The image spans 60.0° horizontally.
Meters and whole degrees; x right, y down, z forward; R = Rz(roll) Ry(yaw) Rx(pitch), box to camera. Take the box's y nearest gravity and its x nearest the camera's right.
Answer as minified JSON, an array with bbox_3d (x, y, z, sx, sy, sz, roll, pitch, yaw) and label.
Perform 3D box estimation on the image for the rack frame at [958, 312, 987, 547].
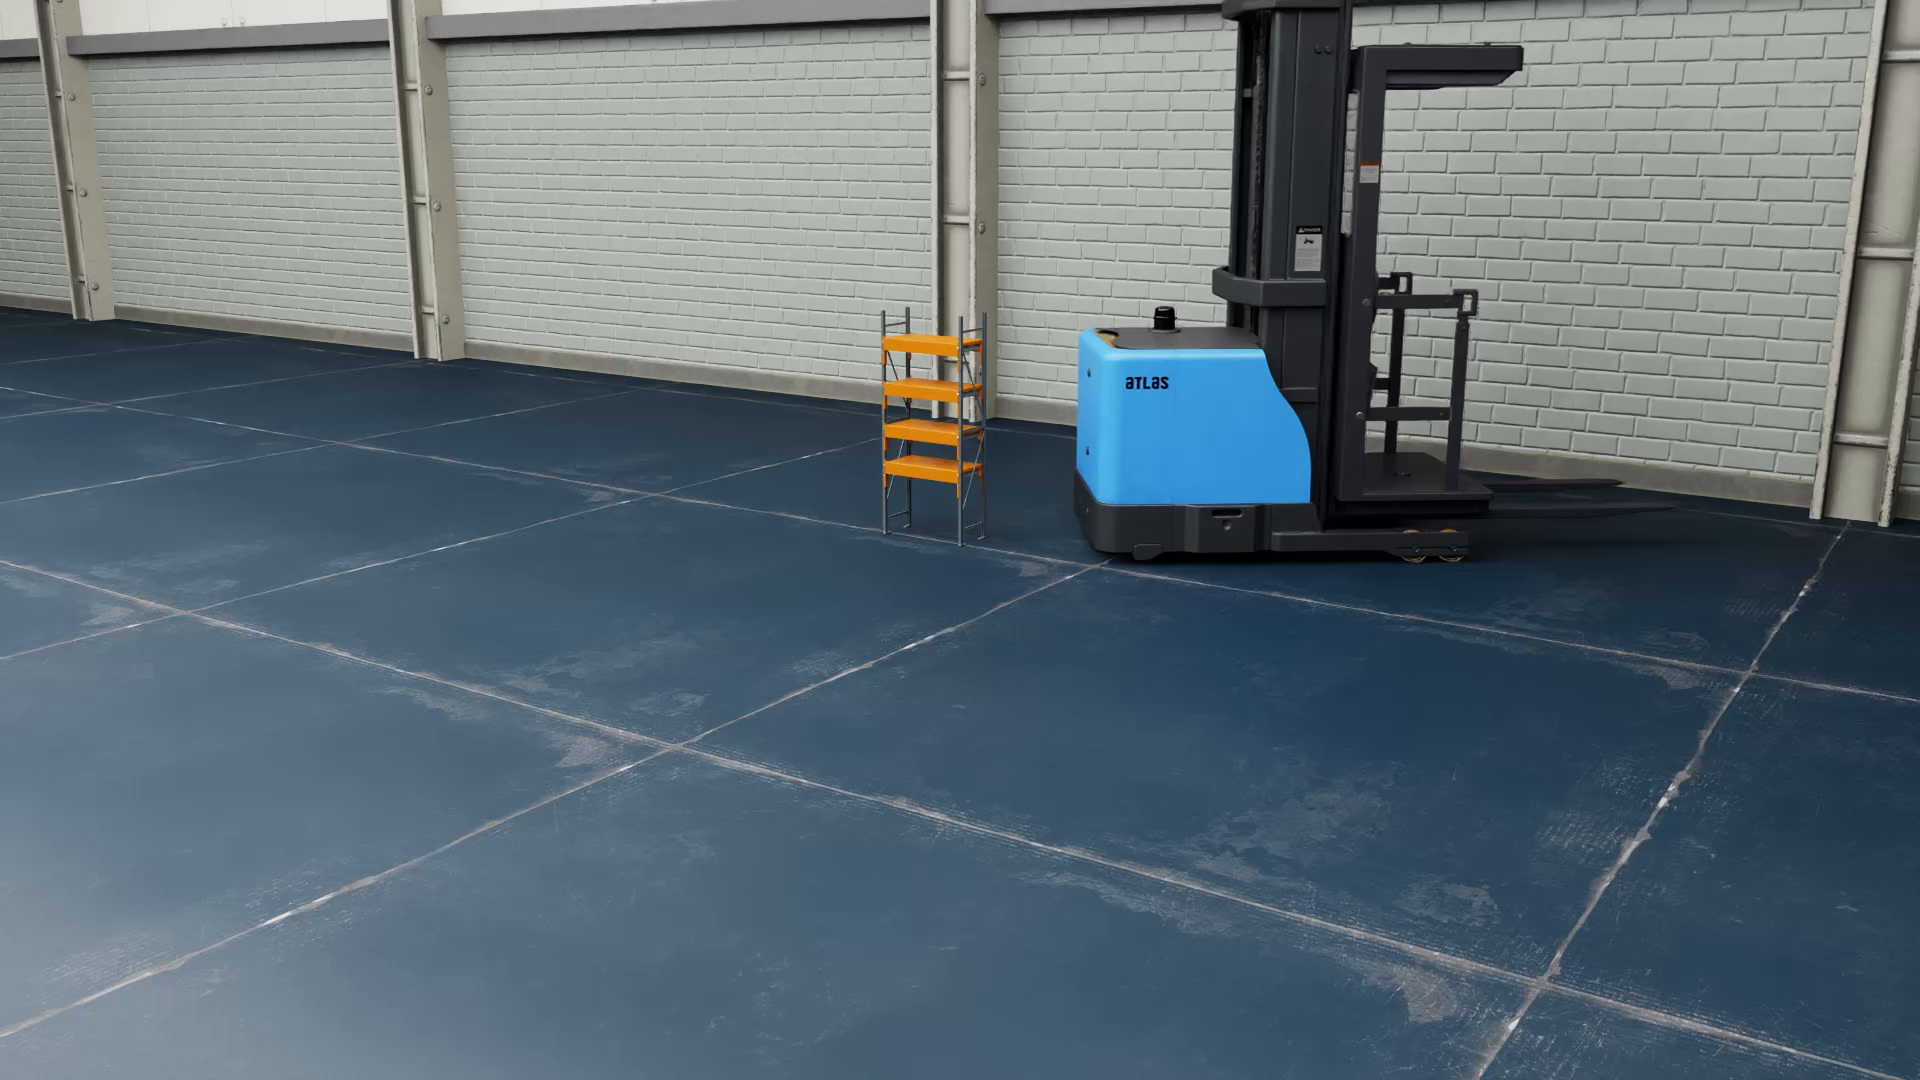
[{"bbox_3d":[0.065,-0.572,8.636,0.015,1.200,0.240,9,17,33],"label":"rack frame"}]

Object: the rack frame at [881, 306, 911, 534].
[{"bbox_3d":[-0.340,-0.637,8.901,0.015,1.200,0.240,9,17,33],"label":"rack frame"}]

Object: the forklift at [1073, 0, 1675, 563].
[{"bbox_3d":[2.164,-1.435,8.519,3.031,2.935,1.130,-1,14,-3],"label":"forklift"}]

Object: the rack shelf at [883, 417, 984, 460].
[{"bbox_3d":[-0.137,-0.539,8.785,0.480,0.148,0.258,9,17,33],"label":"rack shelf"}]

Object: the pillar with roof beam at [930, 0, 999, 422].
[{"bbox_3d":[-2.369,-4.443,8.042,0.400,9.000,9.100,9,17,33],"label":"pillar with roof beam"}]

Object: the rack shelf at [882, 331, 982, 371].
[{"bbox_3d":[-0.137,-0.986,8.674,0.480,0.148,0.258,9,17,33],"label":"rack shelf"}]

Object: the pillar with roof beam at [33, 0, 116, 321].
[{"bbox_3d":[-12.326,-6.052,14.543,0.400,9.000,9.100,9,17,33],"label":"pillar with roof beam"}]

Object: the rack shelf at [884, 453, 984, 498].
[{"bbox_3d":[-0.137,-0.347,8.833,0.480,0.148,0.258,9,17,33],"label":"rack shelf"}]

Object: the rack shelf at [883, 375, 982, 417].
[{"bbox_3d":[-0.137,-0.756,8.731,0.480,0.148,0.258,9,17,33],"label":"rack shelf"}]

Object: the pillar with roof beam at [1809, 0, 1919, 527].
[{"bbox_3d":[2.609,-3.638,4.792,0.400,9.000,9.100,9,17,33],"label":"pillar with roof beam"}]

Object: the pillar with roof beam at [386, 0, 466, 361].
[{"bbox_3d":[-7.348,-5.247,11.293,0.400,9.000,9.100,9,17,33],"label":"pillar with roof beam"}]

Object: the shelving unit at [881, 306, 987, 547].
[{"bbox_3d":[-0.137,-0.605,8.769,0.503,1.200,0.258,9,17,33],"label":"shelving unit"}]
